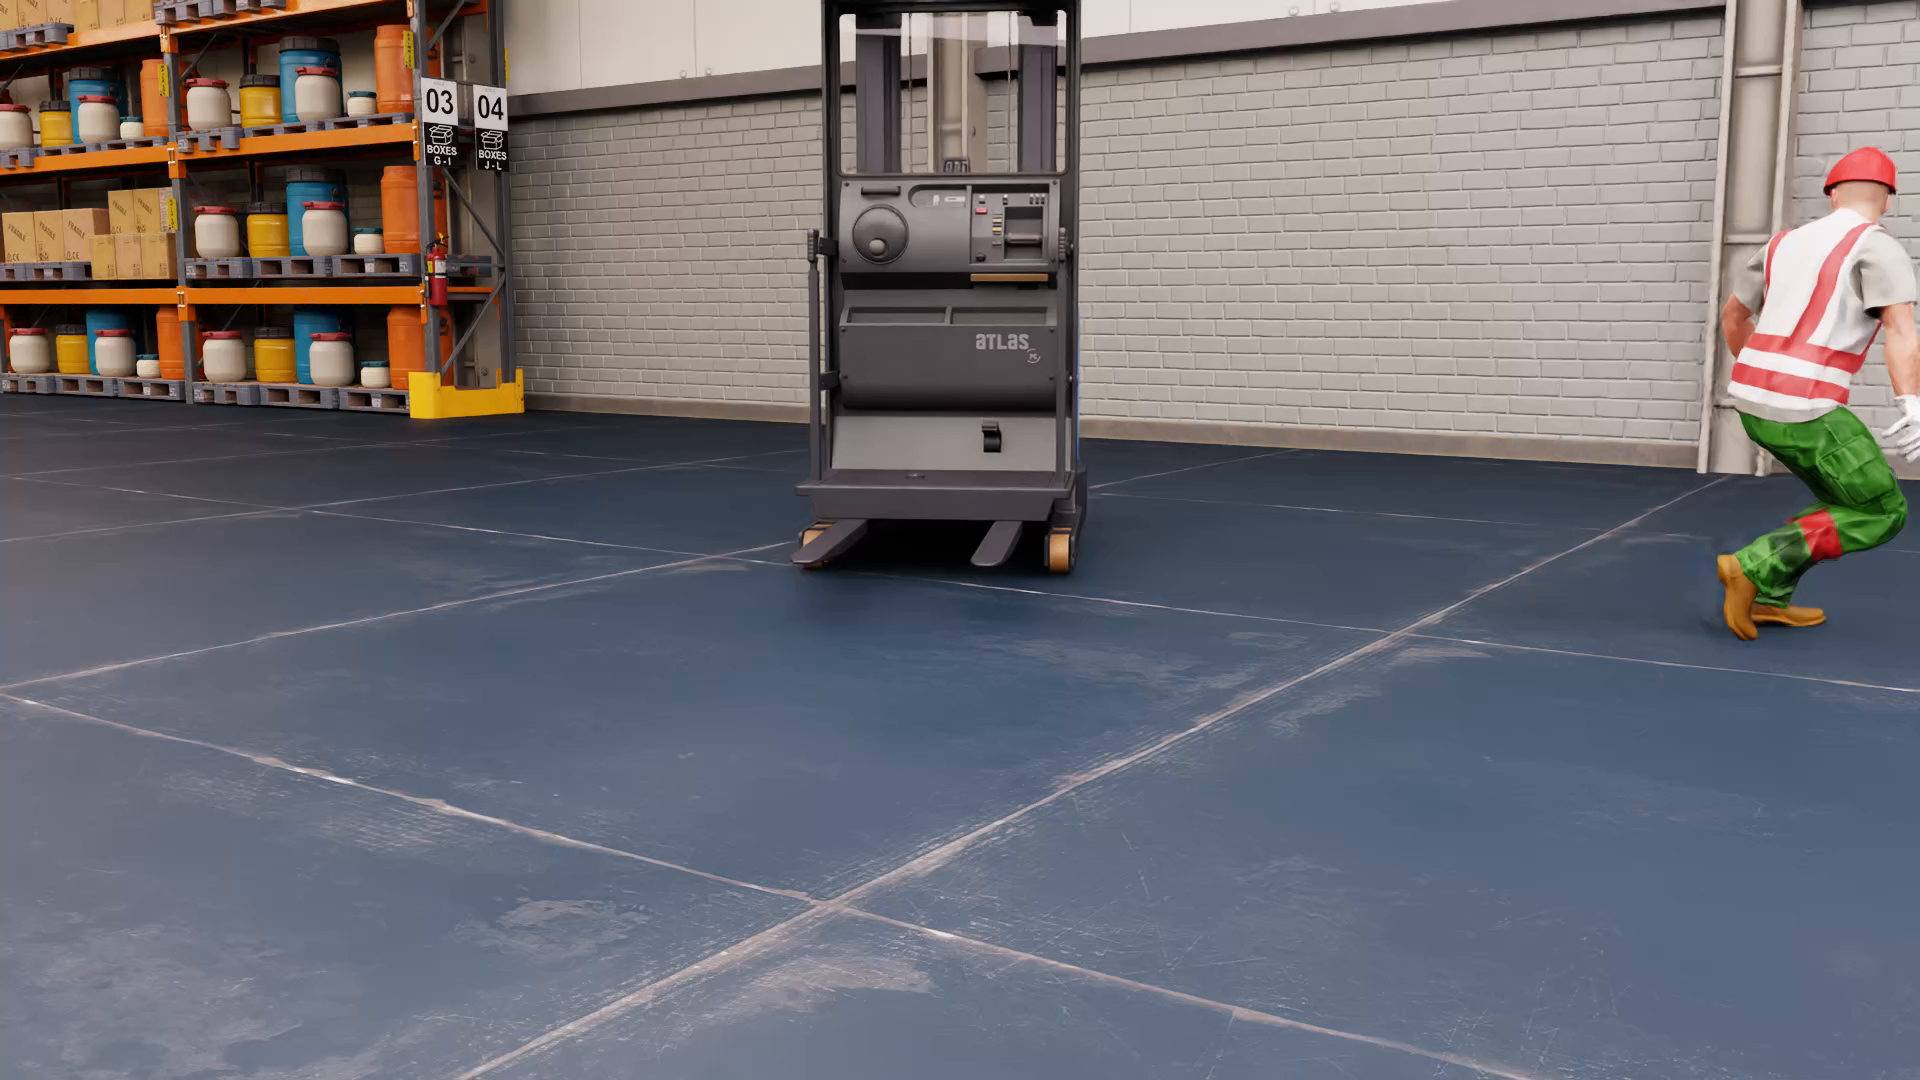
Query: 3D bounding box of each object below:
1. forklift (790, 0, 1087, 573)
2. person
[{"bbox_3d":[-0.064,-1.366,6.796,1.130,2.935,3.031,1,8,6],"label":"forklift"},{"bbox_3d":[2.721,-0.460,5.333,0.597,1.586,0.936,0,8,-2],"label":"person"}]
